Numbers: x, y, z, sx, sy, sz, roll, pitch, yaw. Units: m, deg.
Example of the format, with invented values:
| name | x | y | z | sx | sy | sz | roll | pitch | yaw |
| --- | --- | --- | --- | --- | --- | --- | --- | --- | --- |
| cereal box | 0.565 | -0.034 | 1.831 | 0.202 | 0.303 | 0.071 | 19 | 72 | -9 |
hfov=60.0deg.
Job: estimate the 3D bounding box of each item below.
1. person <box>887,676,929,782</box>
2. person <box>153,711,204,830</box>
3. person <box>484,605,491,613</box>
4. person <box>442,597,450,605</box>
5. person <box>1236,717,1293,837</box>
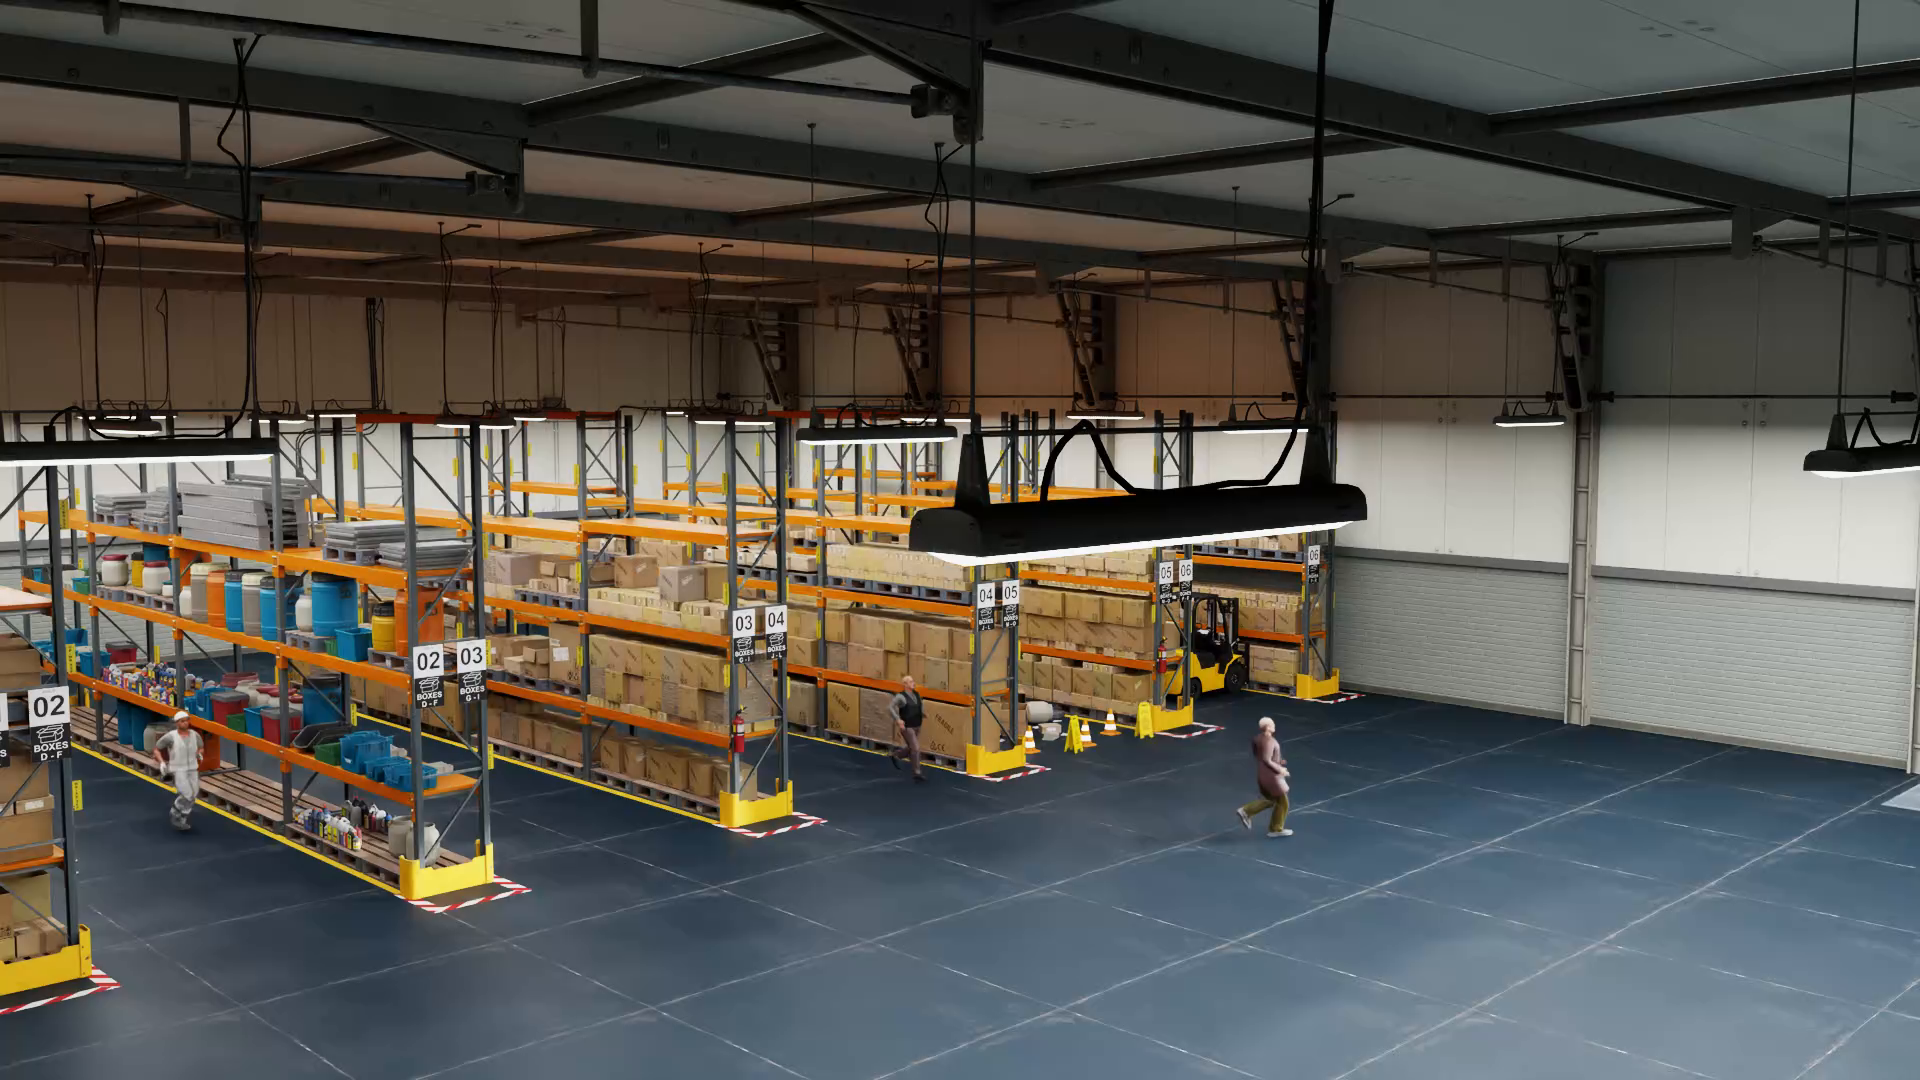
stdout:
| name | x | y | z | sx | sy | sz | roll | pitch | yaw |
| --- | --- | --- | --- | --- | --- | --- | --- | --- | --- |
| person | -0.857 | 3.180 | 27.459 | 0.908 | 1.512 | 0.684 | 4 | 6 | 39 |
| person | -11.220 | 3.353 | 24.094 | 0.615 | 1.743 | 0.643 | 3 | 6 | 35 |
| person | -11.522 | 1.973 | 40.336 | 0.733 | 1.722 | 0.595 | 3 | 6 | 30 |
| person | -12.027 | 2.137 | 38.459 | 0.736 | 1.708 | 0.995 | -1 | 5 | -17 |
| person | 4.389 | 3.396 | 23.814 | 0.813 | 1.733 | 0.715 | -1 | 5 | -10 |
